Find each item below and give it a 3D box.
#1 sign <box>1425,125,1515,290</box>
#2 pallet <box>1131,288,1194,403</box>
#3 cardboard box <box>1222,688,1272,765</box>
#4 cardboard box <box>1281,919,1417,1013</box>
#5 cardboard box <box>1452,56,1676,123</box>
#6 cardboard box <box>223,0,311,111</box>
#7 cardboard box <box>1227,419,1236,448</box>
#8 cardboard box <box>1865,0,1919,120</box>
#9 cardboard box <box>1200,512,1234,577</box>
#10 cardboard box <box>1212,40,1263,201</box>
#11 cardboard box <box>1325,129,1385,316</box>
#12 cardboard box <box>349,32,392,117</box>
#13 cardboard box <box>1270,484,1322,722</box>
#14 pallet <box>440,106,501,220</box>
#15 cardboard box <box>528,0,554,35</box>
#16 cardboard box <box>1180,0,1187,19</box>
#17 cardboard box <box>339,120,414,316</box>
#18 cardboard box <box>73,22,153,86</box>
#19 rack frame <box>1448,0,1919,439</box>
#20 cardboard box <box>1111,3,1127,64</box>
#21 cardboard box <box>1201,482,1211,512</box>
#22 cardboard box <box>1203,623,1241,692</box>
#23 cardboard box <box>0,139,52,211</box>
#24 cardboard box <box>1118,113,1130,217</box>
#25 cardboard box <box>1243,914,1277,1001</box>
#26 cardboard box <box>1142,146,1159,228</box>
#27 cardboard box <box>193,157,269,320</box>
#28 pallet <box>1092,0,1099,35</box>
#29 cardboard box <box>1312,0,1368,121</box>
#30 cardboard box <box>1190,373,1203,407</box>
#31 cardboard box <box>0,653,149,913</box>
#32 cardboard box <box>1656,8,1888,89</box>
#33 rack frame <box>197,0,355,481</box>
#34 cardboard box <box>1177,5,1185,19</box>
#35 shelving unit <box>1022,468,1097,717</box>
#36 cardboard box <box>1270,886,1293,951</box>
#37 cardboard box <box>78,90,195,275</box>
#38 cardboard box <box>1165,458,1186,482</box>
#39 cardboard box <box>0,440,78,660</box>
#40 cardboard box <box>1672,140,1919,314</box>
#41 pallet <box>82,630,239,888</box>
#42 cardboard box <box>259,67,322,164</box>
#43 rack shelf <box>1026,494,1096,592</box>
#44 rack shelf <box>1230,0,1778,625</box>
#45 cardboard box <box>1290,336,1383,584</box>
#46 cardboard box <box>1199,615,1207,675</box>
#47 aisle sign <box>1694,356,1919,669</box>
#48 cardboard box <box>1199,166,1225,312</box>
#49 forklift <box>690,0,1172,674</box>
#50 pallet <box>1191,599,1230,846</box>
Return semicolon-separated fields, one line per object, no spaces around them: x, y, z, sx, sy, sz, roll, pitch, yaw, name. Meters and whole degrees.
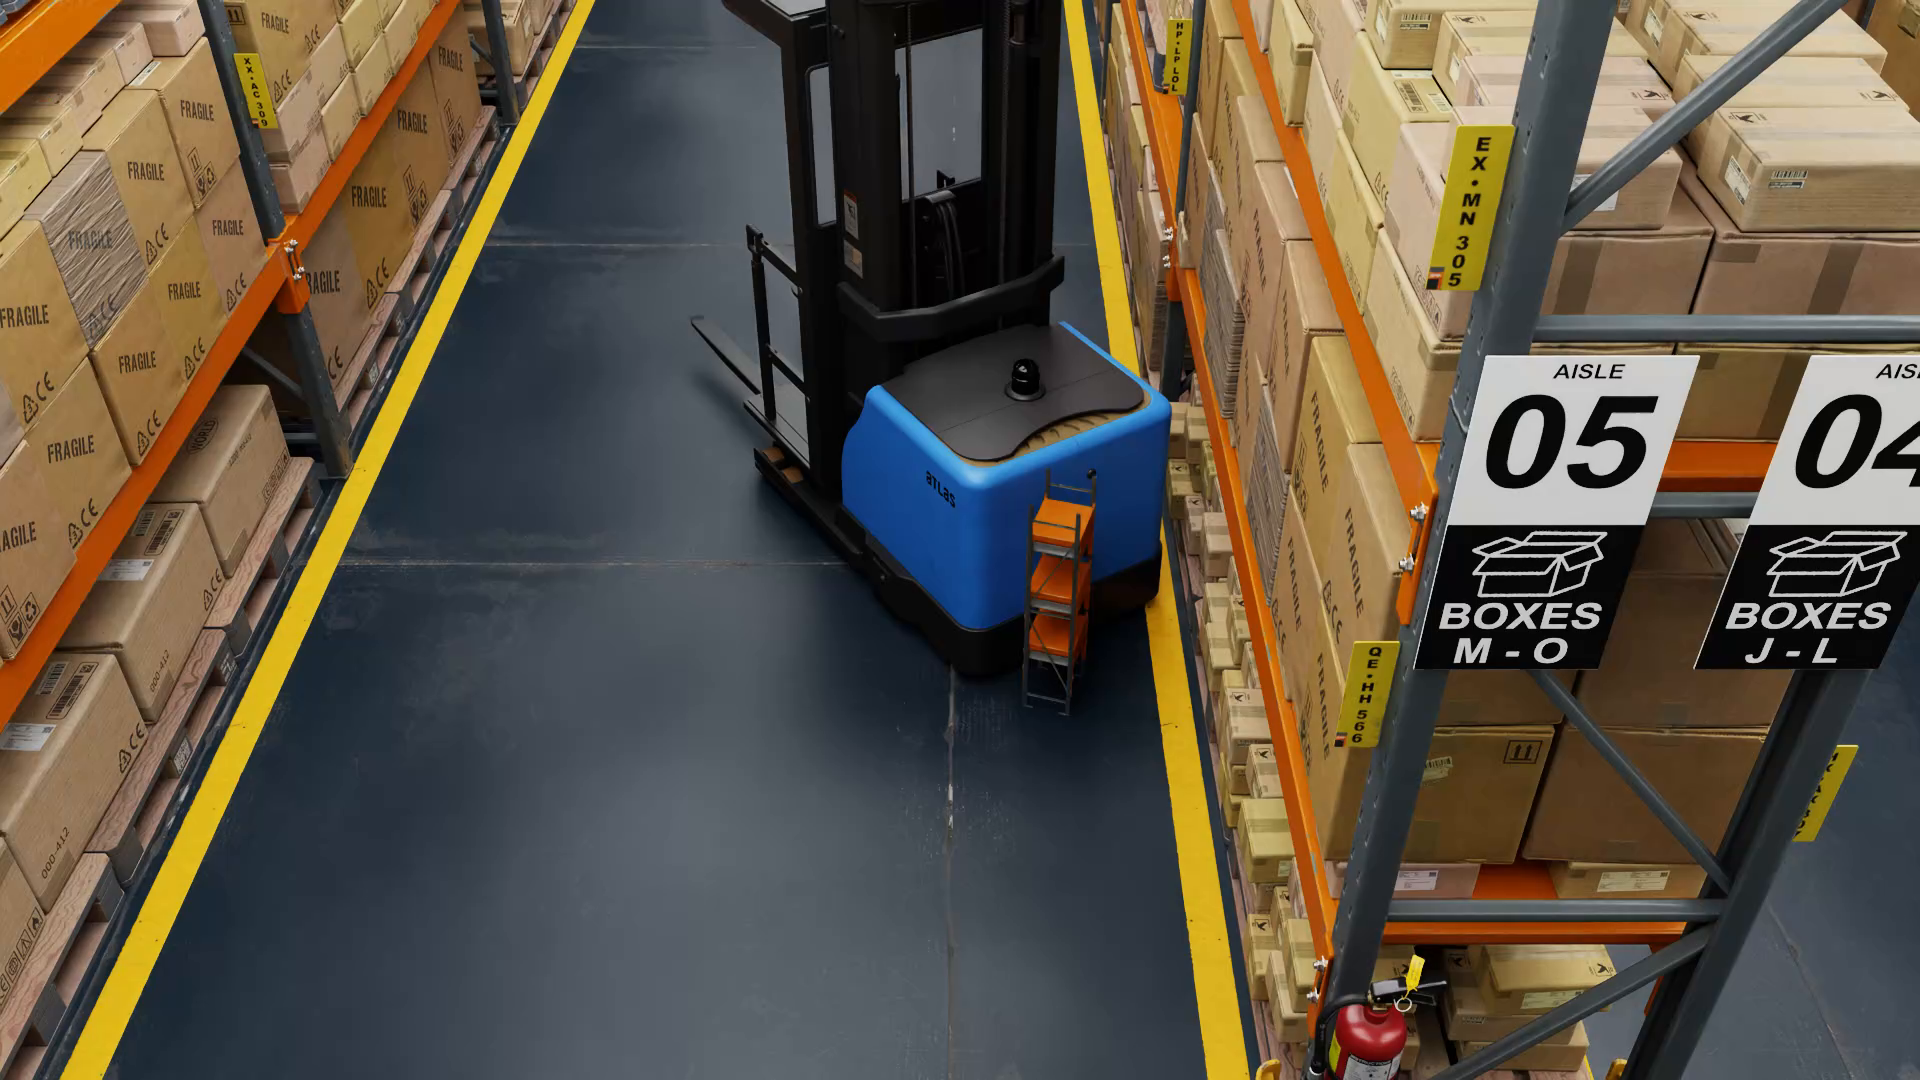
0.912;-0.591;2.982;0.100;0.325;0.005;0;39;0;sign
1.460;-0.963;8.783;1.003;0.211;1.213;0;39;0;pallet
1.150;0.674;5.979;0.380;0.149;0.250;1;39;2;cardboard box
1.213;1.323;5.169;0.380;0.149;0.250;0;39;0;cardboard box
1.249;-0.887;3.461;0.380;0.149;0.250;0;39;1;cardboard box
-3.200;-2.202;7.220;0.500;0.500;0.500;0;39;0;cardboard box
1.186;-0.465;6.133;0.380;0.149;0.250;2;39;2;cardboard box
6.398;-2.909;10.345;1.225;0.875;0.875;-2;39;-2;cardboard box
1.188;0.020;6.794;0.380;0.149;0.250;1;39;1;cardboard box
1.235;-1.503;6.110;0.500;0.500;0.500;-1;39;-1;cardboard box
1.194;-0.778;4.044;0.500;0.250;0.500;0;39;0;cardboard box
-3.211;-2.358;8.414;0.500;0.250;0.500;0;39;0;cardboard box
1.214;0.179;4.810;0.500;0.500;0.500;-1;39;-1;cardboard box
-3.567;-2.418;10.598;1.003;0.211;1.213;0;39;0;pallet
-3.492;-3.952;12.049;0.950;0.372;0.625;-1;39;-1;cardboard box
1.267;-2.607;7.994;0.380;0.149;0.250;0;39;0;cardboard box
-3.577;-1.785;8.942;0.875;0.875;0.875;1;39;1;cardboard box
-3.277;-1.823;6.227;0.380;0.149;0.250;1;39;1;cardboard box
1.467;-1.404;2.306;1.000;3.000;0.127;0;39;0;rack frame
1.217;-3.115;10.302;0.500;0.250;0.500;-2;39;-2;cardboard box
1.269;-0.194;7.300;0.380;0.149;0.250;0;39;0;cardboard box
1.155;0.458;6.485;0.380;0.149;0.250;0;39;0;cardboard box
-3.231;-1.188;5.436;0.380;0.149;0.250;-1;39;-1;cardboard box
1.213;-2.176;9.730;0.500;0.500;0.500;-1;39;-1;cardboard box
1.156;1.396;5.553;0.380;0.149;0.250;1;39;1;cardboard box
1.222;-1.832;8.701;0.500;0.250;0.500;2;39;2;cardboard box
-3.231;-1.247;6.827;0.500;0.500;0.500;0;39;0;cardboard box
1.534;-4.232;12.862;1.003;0.211;1.213;0;39;0;pallet
1.212;-1.298;4.293;0.500;0.250;0.500;0;39;1;cardboard box
1.256;-0.632;7.609;0.380;0.149;0.250;1;39;2;cardboard box
-3.593;0.855;5.998;0.875;0.438;0.875;1;39;1;cardboard box
1.785;-1.057;3.674;0.380;0.149;0.250;0;39;0;cardboard box
-3.487;-1.498;7.220;1.000;3.000;0.127;0;39;0;rack frame
1.261;-2.486;8.081;0.380;0.149;0.250;-1;39;-2;cardboard box
0.391;0.223;6.632;0.215;1.050;0.252;11;40;14;shelving unit
1.235;1.276;5.465;0.380;0.149;0.250;-1;39;-1;cardboard box
-3.218;-1.315;6.112;0.500;0.500;0.500;-1;39;-1;cardboard box
1.142;-0.388;7.779;0.380;0.149;0.250;-2;39;-2;cardboard box
-3.207;0.030;5.234;0.500;0.500;0.500;0;39;0;cardboard box
1.726;-0.651;3.485;0.500;0.250;0.500;1;39;1;cardboard box
-3.561;0.831;6.544;1.003;0.211;1.213;0;39;0;pallet
-3.206;-1.909;7.454;0.500;0.250;0.500;-1;39;-1;cardboard box
0.391;0.010;6.461;0.215;0.259;0.240;11;40;14;rack shelf
1.465;-1.203;5.030;1.077;0.370;4.000;0;39;0;rack shelf
1.217;-0.211;4.497;0.500;0.500;0.500;-1;39;-2;cardboard box
1.184;0.424;6.767;0.380;0.149;0.250;-1;39;-1;cardboard box
1.767;-0.032;3.312;0.394;0.787;0.004;0;39;0;aisle sign
1.219;-1.100;6.406;0.500;0.500;0.500;0;39;0;cardboard box
-0.340;-1.474;7.246;1.130;2.935;3.031;-22;44;-25;forklift
1.503;0.709;6.697;1.003;0.211;1.213;0;39;0;pallet
